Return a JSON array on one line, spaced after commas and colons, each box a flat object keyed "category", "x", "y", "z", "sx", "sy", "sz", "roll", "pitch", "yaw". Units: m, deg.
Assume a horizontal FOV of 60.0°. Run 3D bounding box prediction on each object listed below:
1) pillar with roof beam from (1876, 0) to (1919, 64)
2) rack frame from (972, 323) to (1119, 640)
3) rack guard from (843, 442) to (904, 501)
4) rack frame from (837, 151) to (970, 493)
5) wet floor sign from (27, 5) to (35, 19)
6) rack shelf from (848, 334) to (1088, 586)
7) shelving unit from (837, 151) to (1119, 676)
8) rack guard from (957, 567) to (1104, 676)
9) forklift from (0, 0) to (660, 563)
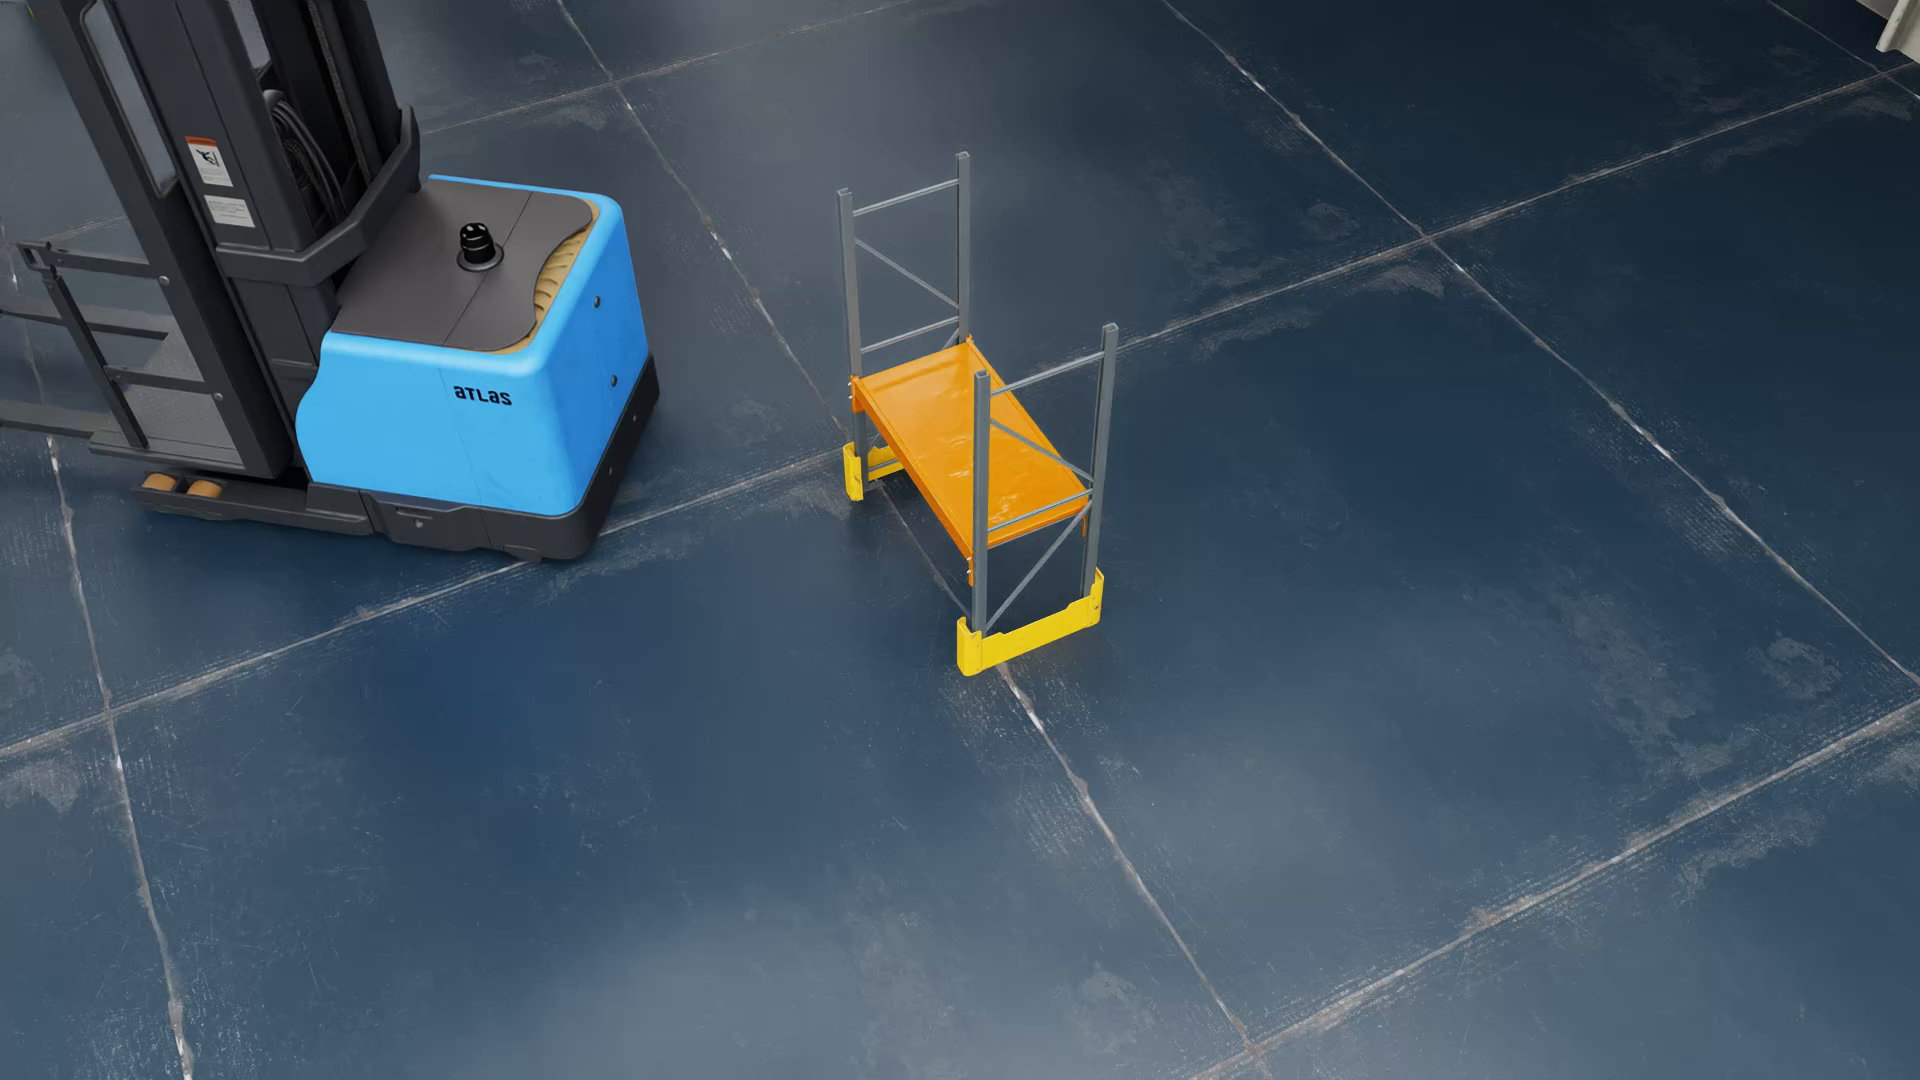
[{"category": "pillar with roof beam", "x": 1.334, "y": -4.058, "z": 4.213, "sx": 9.100, "sy": 9.000, "sz": 0.400, "roll": -21, "pitch": 52, "yaw": -18}, {"category": "rack frame", "x": -3.455, "y": -5.662, "z": 10.399, "sx": 0.520, "sy": 1.800, "sz": 16.358, "roll": -21, "pitch": 52, "yaw": -18}, {"category": "rack guard", "x": -0.193, "y": -0.365, "z": 6.795, "sx": 0.587, "sy": 0.250, "sz": 0.087, "roll": -21, "pitch": 52, "yaw": -18}, {"category": "rack frame", "x": -0.194, "y": -0.777, "z": 6.326, "sx": 0.500, "sy": 1.500, "sz": 0.032, "roll": -21, "pitch": 52, "yaw": -18}, {"category": "wet floor sign", "x": -5.060, "y": -3.207, "z": 9.019, "sx": 0.267, "sy": 0.644, "sz": 0.232, "roll": -30, "pitch": 55, "yaw": -23}, {"category": "rack shelf", "x": 0.039, "y": -0.318, "z": 6.164, "sx": 0.538, "sy": 0.185, "sz": 1.000, "roll": -21, "pitch": 52, "yaw": -18}, {"category": "shelving unit", "x": -3.462, "y": -5.656, "z": 10.394, "sx": 0.587, "sy": 1.800, "sz": 16.366, "roll": -21, "pitch": 52, "yaw": -18}, {"category": "rack guard", "x": 0.263, "y": 0.302, "z": 6.212, "sx": 0.587, "sy": 0.250, "sz": 0.087, "roll": -21, "pitch": 52, "yaw": -18}, {"category": "forklift", "x": -2.848, "y": -1.428, "z": 5.944, "sx": 3.031, "sy": 2.935, "sz": 1.130, "roll": 8, "pitch": 49, "yaw": 7}]
